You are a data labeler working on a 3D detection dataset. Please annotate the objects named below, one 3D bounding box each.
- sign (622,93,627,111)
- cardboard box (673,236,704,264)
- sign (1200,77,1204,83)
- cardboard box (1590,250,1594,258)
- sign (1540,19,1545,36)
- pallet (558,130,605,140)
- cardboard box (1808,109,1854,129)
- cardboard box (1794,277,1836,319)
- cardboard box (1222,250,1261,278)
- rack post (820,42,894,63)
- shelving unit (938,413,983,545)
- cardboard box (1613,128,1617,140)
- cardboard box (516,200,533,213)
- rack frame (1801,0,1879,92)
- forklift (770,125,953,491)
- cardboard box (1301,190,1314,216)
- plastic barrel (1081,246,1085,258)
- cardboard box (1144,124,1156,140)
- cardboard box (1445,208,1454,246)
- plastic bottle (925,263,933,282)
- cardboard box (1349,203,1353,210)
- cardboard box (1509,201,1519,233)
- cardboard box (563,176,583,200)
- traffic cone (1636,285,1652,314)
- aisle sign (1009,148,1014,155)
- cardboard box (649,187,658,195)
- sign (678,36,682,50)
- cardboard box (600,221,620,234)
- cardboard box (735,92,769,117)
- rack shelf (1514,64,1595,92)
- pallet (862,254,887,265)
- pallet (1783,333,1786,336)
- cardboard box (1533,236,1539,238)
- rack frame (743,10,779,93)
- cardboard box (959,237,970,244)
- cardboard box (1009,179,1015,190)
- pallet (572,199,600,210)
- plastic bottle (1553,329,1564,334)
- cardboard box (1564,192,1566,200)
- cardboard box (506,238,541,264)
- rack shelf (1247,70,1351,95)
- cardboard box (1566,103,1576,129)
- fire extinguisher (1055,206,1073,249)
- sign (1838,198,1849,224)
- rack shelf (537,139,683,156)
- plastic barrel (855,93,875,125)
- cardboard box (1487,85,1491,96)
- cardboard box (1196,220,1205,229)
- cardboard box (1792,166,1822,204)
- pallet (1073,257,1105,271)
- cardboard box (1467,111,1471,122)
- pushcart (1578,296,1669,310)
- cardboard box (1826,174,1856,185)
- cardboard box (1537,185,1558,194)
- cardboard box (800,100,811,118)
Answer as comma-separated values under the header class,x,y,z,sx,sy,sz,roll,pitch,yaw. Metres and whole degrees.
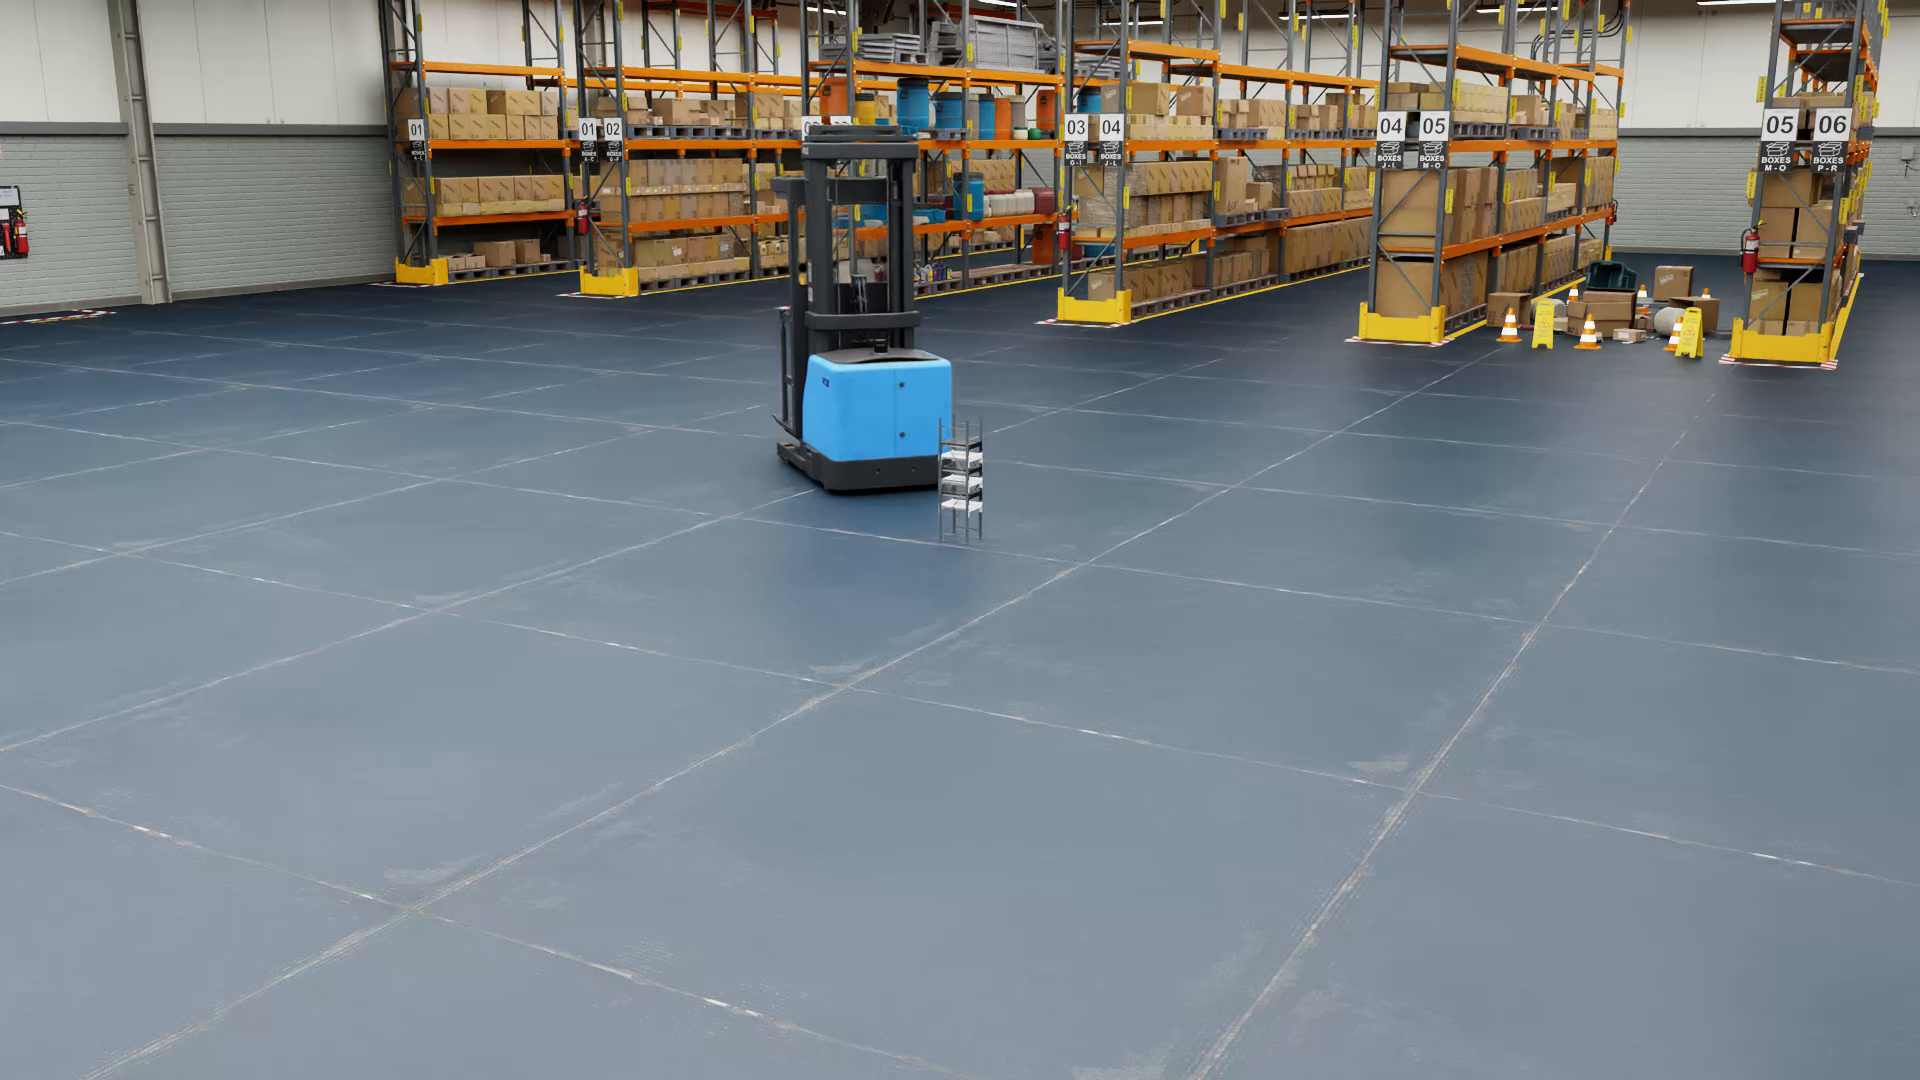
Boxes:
class,x,y,z,sx,sy,sz,roll,pitch,yaw
sign,-6.080,-7.942,30.141,0.100,0.325,0.005,7,15,28
cardboard box,-5.381,-5.708,32.683,0.500,0.500,0.500,7,15,28
sign,5.996,-11.505,41.245,0.100,0.325,0.005,7,15,28
cardboard box,13.392,-6.159,35.731,0.380,0.149,0.250,8,15,29
sign,11.735,-10.315,33.456,0.100,0.325,0.005,7,15,28
pallet,-8.575,-8.947,36.745,1.213,0.211,1.003,7,15,28
cardboard box,11.259,-5.441,21.488,0.500,0.250,0.500,7,15,27
cardboard box,11.674,-3.317,22.763,0.500,0.500,0.500,7,15,26
cardboard box,5.411,-5.346,32.203,0.700,0.500,0.500,6,15,23
rack post,-1.751,-8.336,28.478,0.937,0.300,0.954,9,16,34
shelving unit,0.004,-0.439,11.935,0.258,0.900,0.210,7,15,28
cardboard box,14.147,-8.923,36.565,0.500,0.250,0.500,7,15,27
cardboard box,-9.409,-7.064,35.214,0.500,0.250,0.500,7,15,28
rack frame,14.650,-8.396,27.659,1.000,3.000,0.127,7,15,28
forklift,-1.013,-2.123,14.587,1.130,2.935,3.031,-5,14,-18
cardboard box,6.940,-6.931,34.171,0.500,0.500,0.500,7,15,27
plastic barrel,2.601,-6.618,37.498,0.421,0.512,0.421,0,14,0
cardboard box,2.811,-6.522,26.608,0.500,0.250,0.500,7,15,27
cardboard box,6.787,-4.648,24.592,0.875,0.550,0.550,7,15,28
plastic bottle,-0.603,-4.999,31.081,0.144,0.351,0.185,7,15,28
cardboard box,8.470,-7.378,36.772,0.380,0.149,0.250,7,15,26
cardboard box,9.067,-5.429,27.938,0.500,0.500,0.500,8,15,28
cardboard box,-8.691,-7.828,36.953,0.700,0.500,0.500,7,15,28
traffic cone,11.355,-4.011,27.686,0.336,0.463,0.334,7,15,28
aisle sign,1.473,-10.610,44.096,0.394,0.787,0.004,7,15,28
cardboard box,-5.937,-6.610,31.453,0.380,0.149,0.250,7,15,28
sign,-6.554,-11.636,38.935,0.100,0.325,0.005,7,15,28
cardboard box,-8.168,-7.179,38.208,0.500,0.250,0.500,7,15,26
cardboard box,-4.296,-8.981,34.310,0.500,0.500,0.500,8,15,29
rack shelf,11.235,-8.802,31.733,1.077,0.370,4.000,7,15,28
pallet,-2.301,-6.519,38.623,1.003,0.211,1.213,7,15,28
pallet,11.243,-2.661,22.621,1.003,0.211,1.213,7,15,28
cardboard box,11.107,-5.859,32.772,0.500,0.250,0.500,8,16,30
rack frame,-5.100,-12.023,42.704,1.000,3.000,0.127,7,15,28
cardboard box,0.040,-7.623,42.359,0.380,0.166,0.250,7,15,28
cardboard box,1.194,-9.293,43.966,0.500,0.500,0.500,8,16,30
pallet,-8.470,-7.512,37.204,1.003,0.211,1.213,7,15,28
plastic bottle,8.917,-3.115,24.825,0.133,0.061,0.283,2,14,9
cardboard box,11.678,-6.748,32.631,0.380,0.149,0.250,6,15,25
cardboard box,-9.434,-6.247,35.939,0.500,0.500,0.500,6,15,24
rack shelf,6.942,-9.385,34.150,1.077,0.370,4.000,7,15,28
cardboard box,11.922,-8.486,33.323,0.700,0.500,0.500,7,15,28
fire extinguisher,1.649,-4.952,26.340,0.296,0.674,0.183,7,15,28
sign,11.258,-4.198,21.198,0.100,0.325,0.005,7,15,28
rack shelf,-8.000,-8.984,38.034,1.077,0.370,4.000,7,15,28
plastic barrel,-1.788,-7.524,29.146,0.600,0.588,0.600,0,14,0
cardboard box,7.826,-6.806,25.187,0.380,0.149,0.250,7,15,27
cardboard box,4.065,-5.532,29.116,0.380,0.149,0.250,7,15,28
cardboard box,11.609,-4.953,23.197,0.700,0.500,0.500,7,15,28
pallet,2.574,-6.224,37.399,1.003,0.211,1.213,7,15,28
cardboard box,7.213,-6.157,24.199,0.380,0.149,0.250,8,15,28
pushcart,10.696,-3.632,26.295,1.648,0.377,0.936,2,14,9
cardboard box,13.253,-5.428,25.021,0.380,0.149,0.250,7,15,28
cardboard box,11.169,-6.679,31.708,0.380,0.149,0.250,8,16,31
cardboard box,-4.267,-11.330,43.840,0.500,0.500,0.500,7,15,27
